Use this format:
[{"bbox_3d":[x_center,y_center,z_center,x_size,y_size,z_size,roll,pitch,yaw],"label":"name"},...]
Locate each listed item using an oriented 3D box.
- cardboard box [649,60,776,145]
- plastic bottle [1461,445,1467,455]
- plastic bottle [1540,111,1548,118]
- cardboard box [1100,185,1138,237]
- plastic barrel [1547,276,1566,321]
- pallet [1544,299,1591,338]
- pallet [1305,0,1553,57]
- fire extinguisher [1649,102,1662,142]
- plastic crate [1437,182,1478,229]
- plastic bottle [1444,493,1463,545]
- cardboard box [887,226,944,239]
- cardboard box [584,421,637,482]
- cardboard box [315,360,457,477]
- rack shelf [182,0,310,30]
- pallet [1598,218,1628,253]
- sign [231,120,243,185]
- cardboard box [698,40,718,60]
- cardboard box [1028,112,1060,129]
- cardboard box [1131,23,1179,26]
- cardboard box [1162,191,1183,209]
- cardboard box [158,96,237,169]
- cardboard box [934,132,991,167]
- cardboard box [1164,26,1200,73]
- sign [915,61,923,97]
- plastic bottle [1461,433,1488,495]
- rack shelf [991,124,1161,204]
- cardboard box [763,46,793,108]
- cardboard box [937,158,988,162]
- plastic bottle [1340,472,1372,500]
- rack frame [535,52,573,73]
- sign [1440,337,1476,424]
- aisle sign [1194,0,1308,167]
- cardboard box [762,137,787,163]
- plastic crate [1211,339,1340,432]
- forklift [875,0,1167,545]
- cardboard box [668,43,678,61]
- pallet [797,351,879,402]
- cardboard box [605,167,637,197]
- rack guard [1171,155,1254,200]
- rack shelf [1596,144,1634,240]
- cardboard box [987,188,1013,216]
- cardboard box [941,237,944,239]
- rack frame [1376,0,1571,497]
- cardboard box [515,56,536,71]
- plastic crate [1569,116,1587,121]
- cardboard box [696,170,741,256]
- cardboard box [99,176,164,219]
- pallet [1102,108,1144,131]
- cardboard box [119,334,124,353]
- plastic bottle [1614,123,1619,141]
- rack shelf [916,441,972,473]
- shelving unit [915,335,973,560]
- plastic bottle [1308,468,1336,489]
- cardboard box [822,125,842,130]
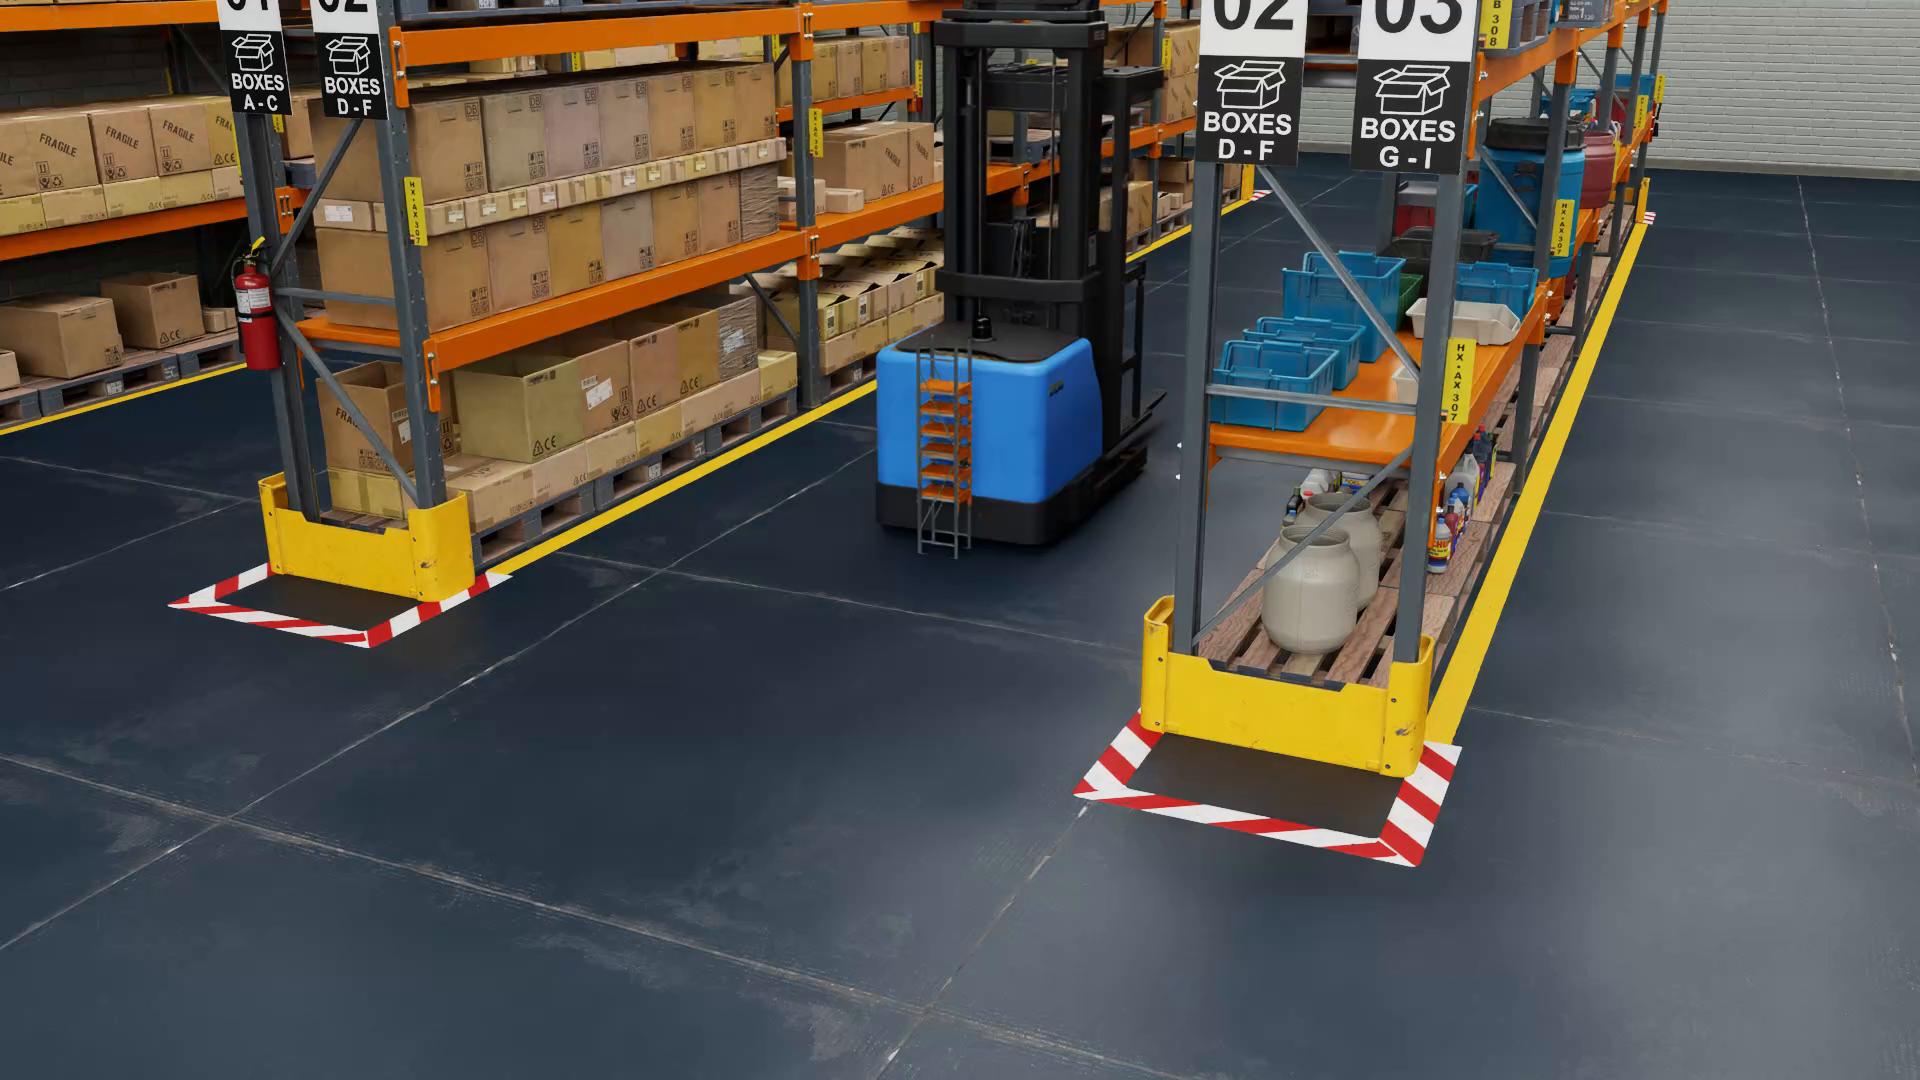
[{"bbox_3d":[-1.680,-2.970,11.258,0.700,0.500,0.500,9,21,23],"label":"cardboard box"},{"bbox_3d":[2.881,-0.510,9.723,0.144,0.351,0.185,9,21,23],"label":"plastic bottle"},{"bbox_3d":[5.833,-4.114,16.634,0.144,0.351,0.185,9,21,23],"label":"plastic bottle"},{"bbox_3d":[1.621,-3.583,18.141,0.500,0.500,0.500,9,21,23],"label":"cardboard box"},{"bbox_3d":[4.836,-2.317,14.120,0.600,0.830,0.708,9,21,23],"label":"plastic barrel"},{"bbox_3d":[4.936,-1.923,14.561,1.003,0.211,1.213,9,21,23],"label":"pallet"},{"bbox_3d":[1.804,-2.108,6.726,1.003,0.211,1.213,9,21,23],"label":"pallet"},{"bbox_3d":[8.404,-5.207,20.306,0.296,0.674,0.183,9,21,23],"label":"fire extinguisher"},{"bbox_3d":[3.182,-2.140,11.032,0.392,0.384,0.575,9,21,23],"label":"plastic crate"},{"bbox_3d":[2.584,-0.113,8.726,0.097,0.271,0.097,0,20,0],"label":"plastic bottle"},{"bbox_3d":[-0.348,-2.718,15.274,0.500,0.311,0.500,9,22,25],"label":"cardboard box"},{"bbox_3d":[-2.313,-0.567,10.064,0.500,0.250,0.500,9,21,23],"label":"cardboard box"},{"bbox_3d":[-3.194,-0.686,9.278,0.500,0.500,0.500,9,21,23],"label":"cardboard box"},{"bbox_3d":[-5.206,-4.812,15.121,1.077,0.370,4.000,9,21,23],"label":"rack shelf"},{"bbox_3d":[7.054,-3.503,19.005,1.003,0.211,1.213,9,21,23],"label":"pallet"},{"bbox_3d":[-3.631,-1.961,8.425,0.100,0.325,0.005,9,21,23],"label":"sign"},{"bbox_3d":[-3.134,-5.633,19.090,0.500,0.250,0.500,9,21,24],"label":"cardboard box"},{"bbox_3d":[0.838,-4.377,16.524,0.700,0.500,0.500,13,23,33],"label":"cardboard box"},{"bbox_3d":[2.364,-6.067,20.409,0.500,0.500,0.500,8,21,22],"label":"cardboard box"},{"bbox_3d":[2.486,-4.130,20.178,0.380,0.166,0.250,9,21,23],"label":"cardboard box"},{"bbox_3d":[-5.936,-3.232,13.154,0.500,0.500,0.500,8,21,23],"label":"cardboard box"},{"bbox_3d":[-0.055,-3.524,15.033,0.500,0.311,0.500,10,22,26],"label":"cardboard box"},{"bbox_3d":[2.644,-5.832,19.750,0.500,0.500,0.500,8,21,21],"label":"cardboard box"},{"bbox_3d":[-0.365,-4.251,15.335,0.100,0.325,0.005,9,21,23],"label":"sign"},{"bbox_3d":[2.934,-0.431,9.502,0.144,0.351,0.185,7,21,20],"label":"plastic bottle"},{"bbox_3d":[0.953,-3.943,17.154,1.077,0.370,4.000,9,21,23],"label":"rack shelf"},{"bbox_3d":[-2.512,-5.877,21.070,0.980,0.700,0.700,9,21,24],"label":"cardboard box"},{"bbox_3d":[0.018,-3.240,14.477,0.380,0.149,0.250,9,21,23],"label":"cardboard box"},{"bbox_3d":[2.199,-0.301,9.247,0.152,0.276,0.135,9,21,23],"label":"plastic bottle"},{"bbox_3d":[-4.387,-4.349,17.222,1.000,3.000,0.127,9,21,23],"label":"rack frame"},{"bbox_3d":[1.876,-0.598,6.261,0.100,0.325,0.005,9,21,23],"label":"sign"},{"bbox_3d":[1.075,-1.788,6.140,0.394,0.787,0.004,9,21,23],"label":"aisle sign"},{"bbox_3d":[-1.420,-2.688,11.434,0.380,0.149,0.250,9,21,23],"label":"cardboard box"},{"bbox_3d":[1.308,-0.668,7.094,0.499,0.251,0.616,9,21,23],"label":"plastic crate"},{"bbox_3d":[0.562,-1.810,10.183,1.130,2.935,3.031,8,21,22],"label":"forklift"},{"bbox_3d":[-3.342,-5.478,18.652,0.500,0.250,0.500,8,21,22],"label":"cardboard box"},{"bbox_3d":[-1.238,-1.365,12.991,1.003,0.211,1.213,9,21,23],"label":"pallet"},{"bbox_3d":[-2.154,-2.138,9.887,0.380,0.149,0.250,9,21,23],"label":"cardboard box"},{"bbox_3d":[3.379,-4.915,22.544,1.175,0.500,0.348,9,21,23],"label":"rack guard"},{"bbox_3d":[5.471,-3.262,15.240,1.077,0.370,4.000,9,21,23],"label":"rack shelf"},{"bbox_3d":[0.322,-3.390,16.478,0.500,0.250,0.500,9,22,25],"label":"cardboard box"},{"bbox_3d":[0.144,-2.644,15.065,0.500,0.311,0.500,9,22,24],"label":"cardboard box"},{"bbox_3d":[3.014,-1.767,9.962,1.000,3.000,0.127,9,21,23],"label":"rack frame"},{"bbox_3d":[-4.501,-4.800,16.715,0.380,0.149,0.250,6,20,16],"label":"cardboard box"},{"bbox_3d":[6.503,-4.490,17.940,0.437,0.125,0.590,9,21,23],"label":"plastic crate"},{"bbox_3d":[-1.890,-2.197,11.019,0.700,0.500,0.500,8,21,22],"label":"cardboard box"},{"bbox_3d":[-6.346,-2.572,12.418,0.500,0.250,0.500,8,21,22],"label":"cardboard box"},{"bbox_3d":[1.345,-4.574,18.140,1.003,0.211,1.213,9,21,23],"label":"pallet"},{"bbox_3d":[-6.698,-1.505,12.821,0.380,0.149,0.250,7,21,18],"label":"cardboard box"},{"bbox_3d":[6.370,-3.916,16.178,0.061,0.283,0.133,9,21,23],"label":"plastic bottle"},{"bbox_3d":[-0.086,-0.456,9.094,0.258,0.103,0.180,8,21,22],"label":"rack shelf"},{"bbox_3d":[-0.086,-0.498,9.079,0.258,1.200,0.189,8,21,22],"label":"shelving unit"},{"bbox_3d":[1.977,-0.292,9.110,0.144,0.351,0.185,10,22,25],"label":"plastic bottle"},{"bbox_3d":[-1.851,-5.649,23.013,0.380,0.149,0.250,9,21,23],"label":"cardboard box"}]
